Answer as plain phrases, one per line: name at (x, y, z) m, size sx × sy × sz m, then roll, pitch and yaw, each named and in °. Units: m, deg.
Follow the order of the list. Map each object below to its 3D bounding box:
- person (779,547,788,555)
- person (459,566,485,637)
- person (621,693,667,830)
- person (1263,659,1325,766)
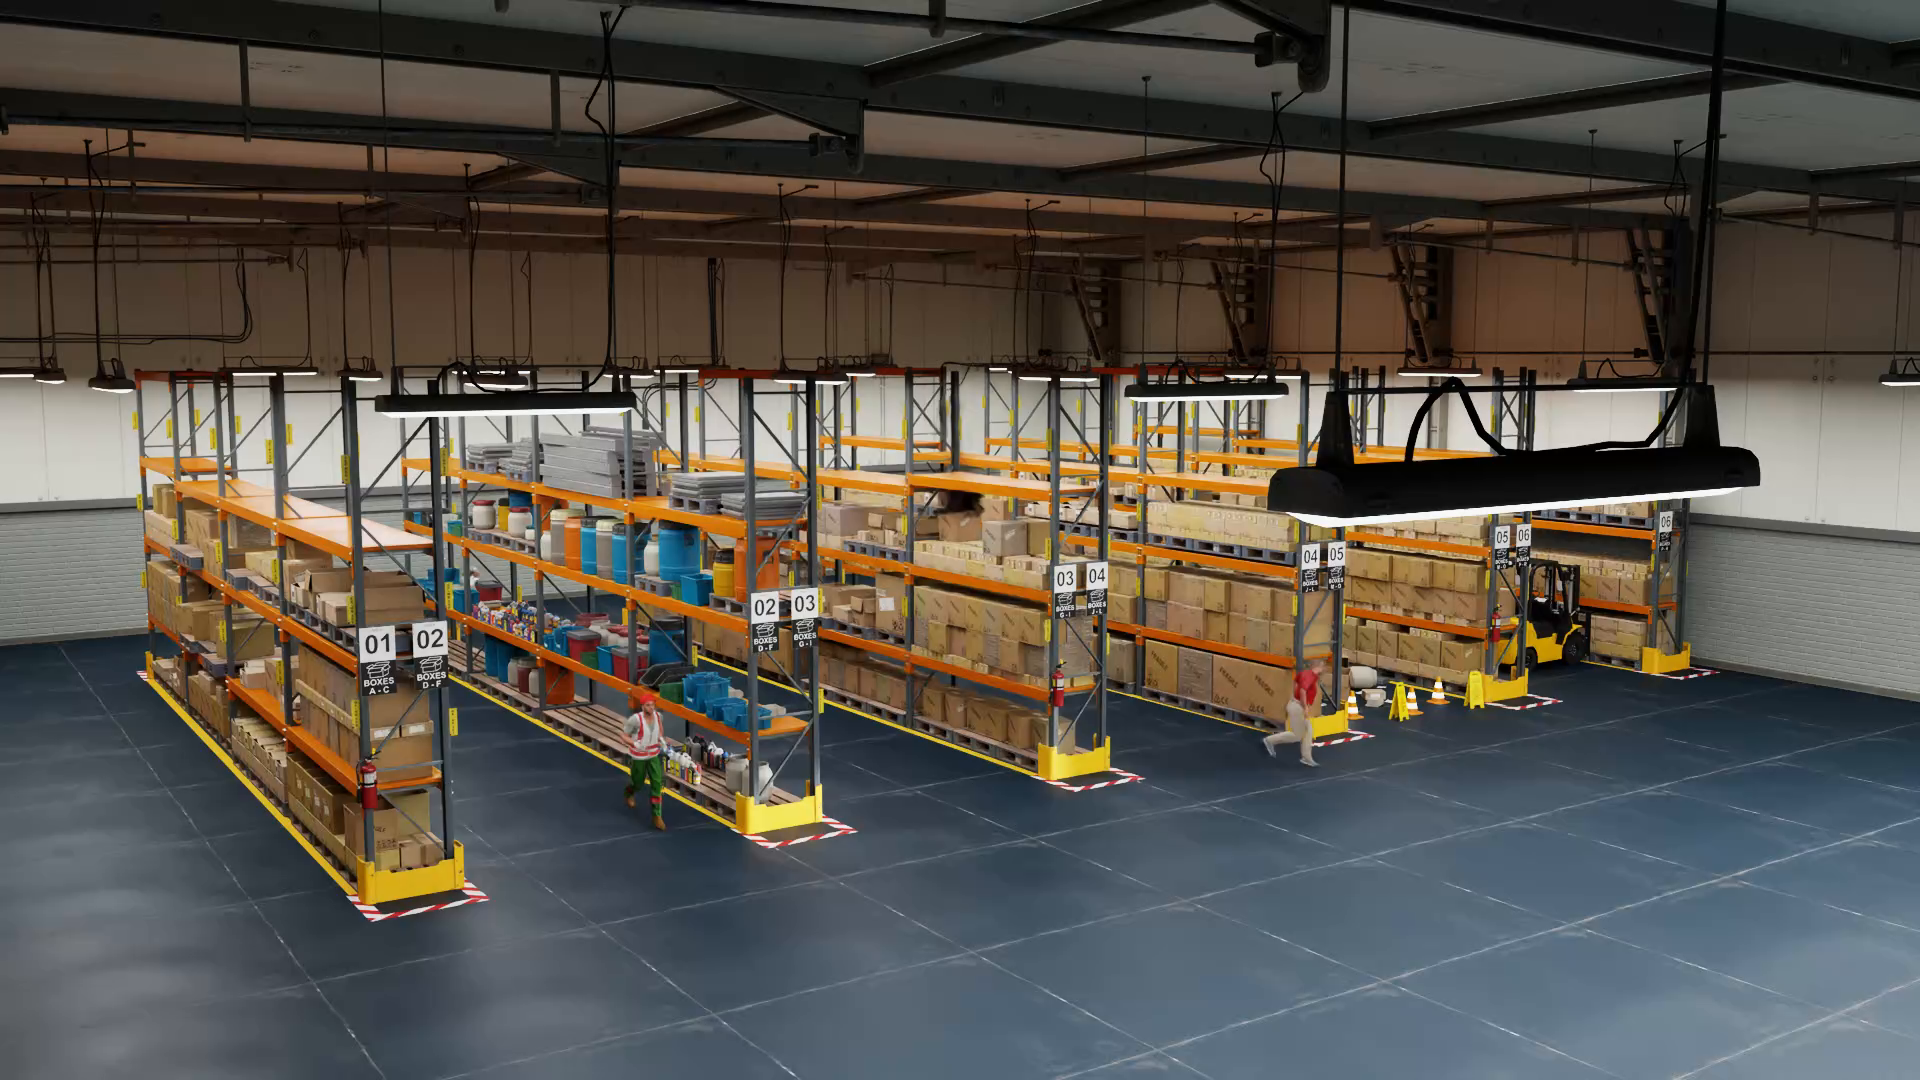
person at (-4.455, 0.890, 40.635) m, size 0.636 × 1.717 × 0.613 m, roll -2°, pitch 7°, yaw -16°
person at (-10.747, 1.388, 36.634) m, size 0.906 × 1.657 × 0.632 m, roll 0°, pitch 6°, yaw -3°
person at (-4.245, 2.919, 22.385) m, size 0.668 × 1.765 × 1.131 m, roll -4°, pitch 8°, yaw -34°
person at (5.118, 2.658, 25.553) m, size 0.931 × 1.689 × 0.670 m, roll 0°, pitch 6°, yaw -3°
